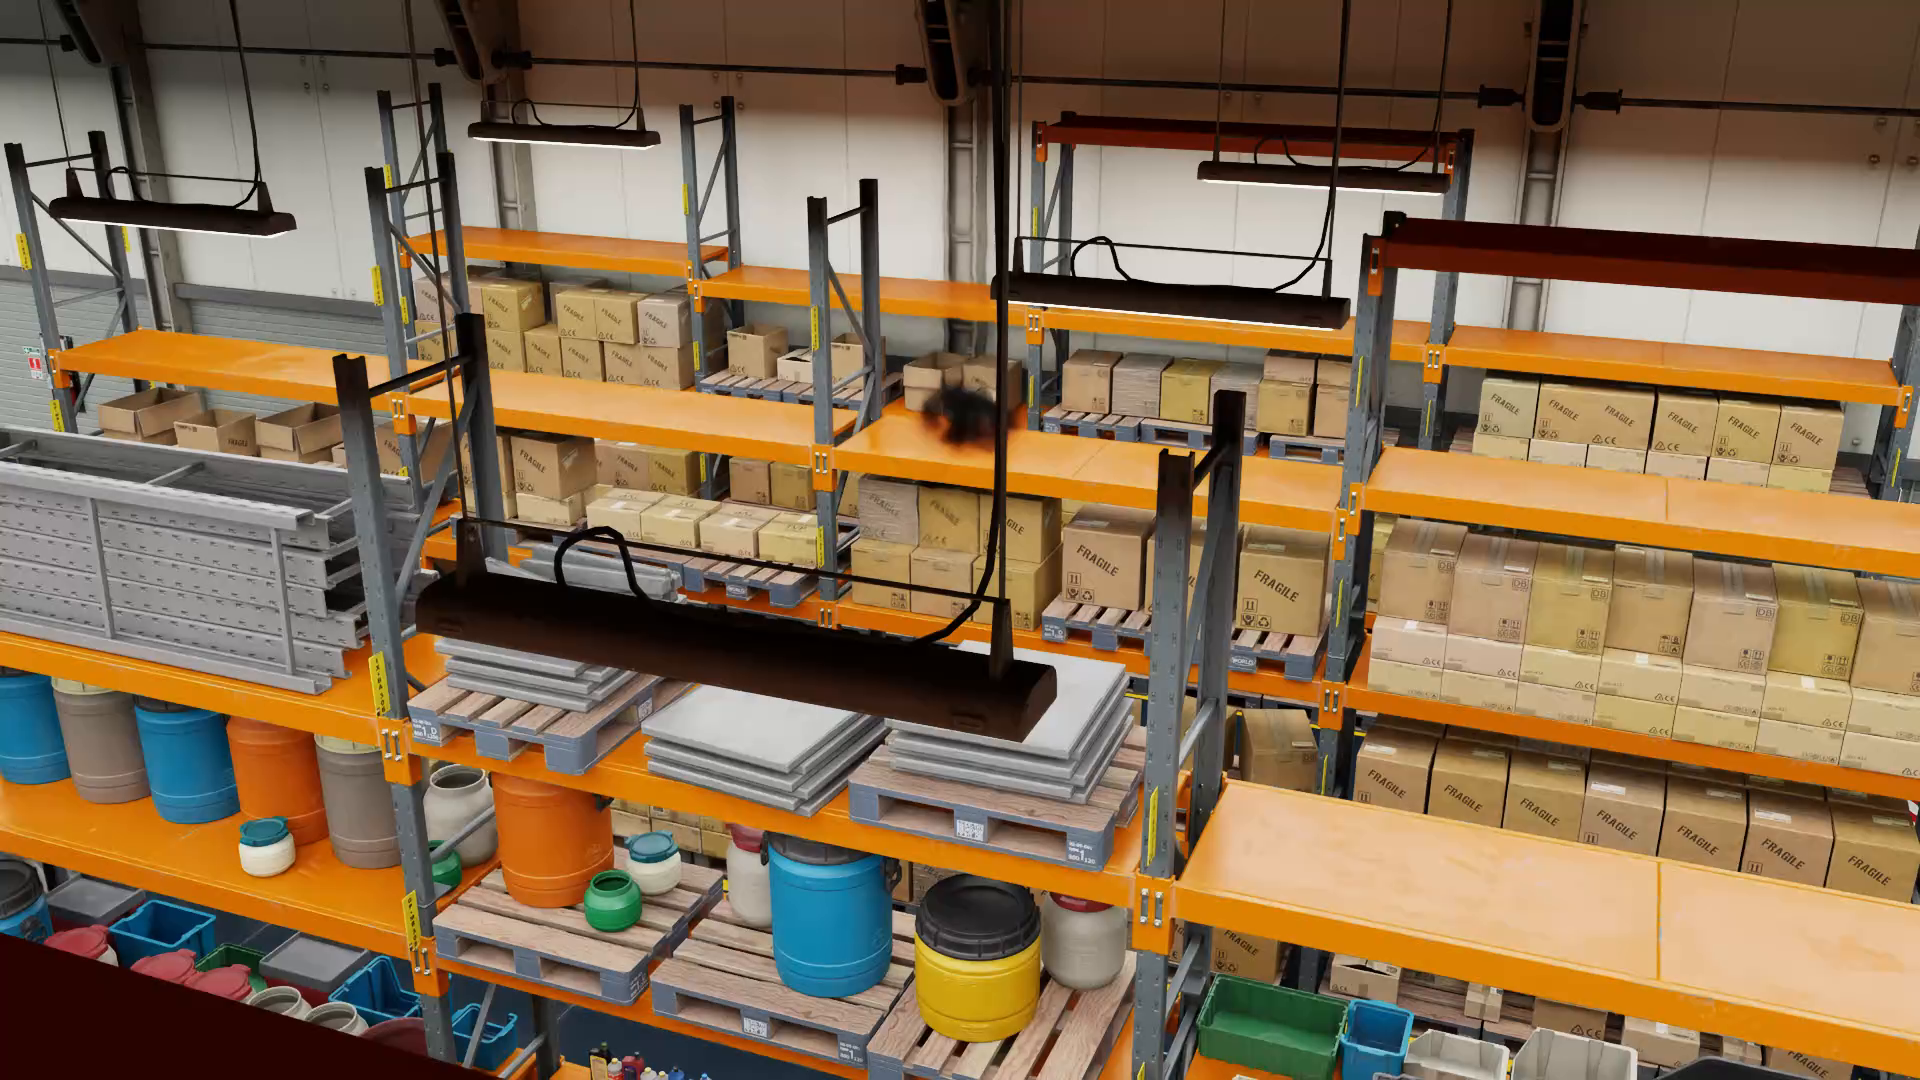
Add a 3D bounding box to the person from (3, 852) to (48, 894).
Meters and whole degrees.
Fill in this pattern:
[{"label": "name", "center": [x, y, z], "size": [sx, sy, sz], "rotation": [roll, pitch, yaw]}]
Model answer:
[{"label": "person", "center": [-7.898, 2.371, 13.876], "size": [0.693, 1.687, 0.579], "rotation": [3, 21, 9]}]
